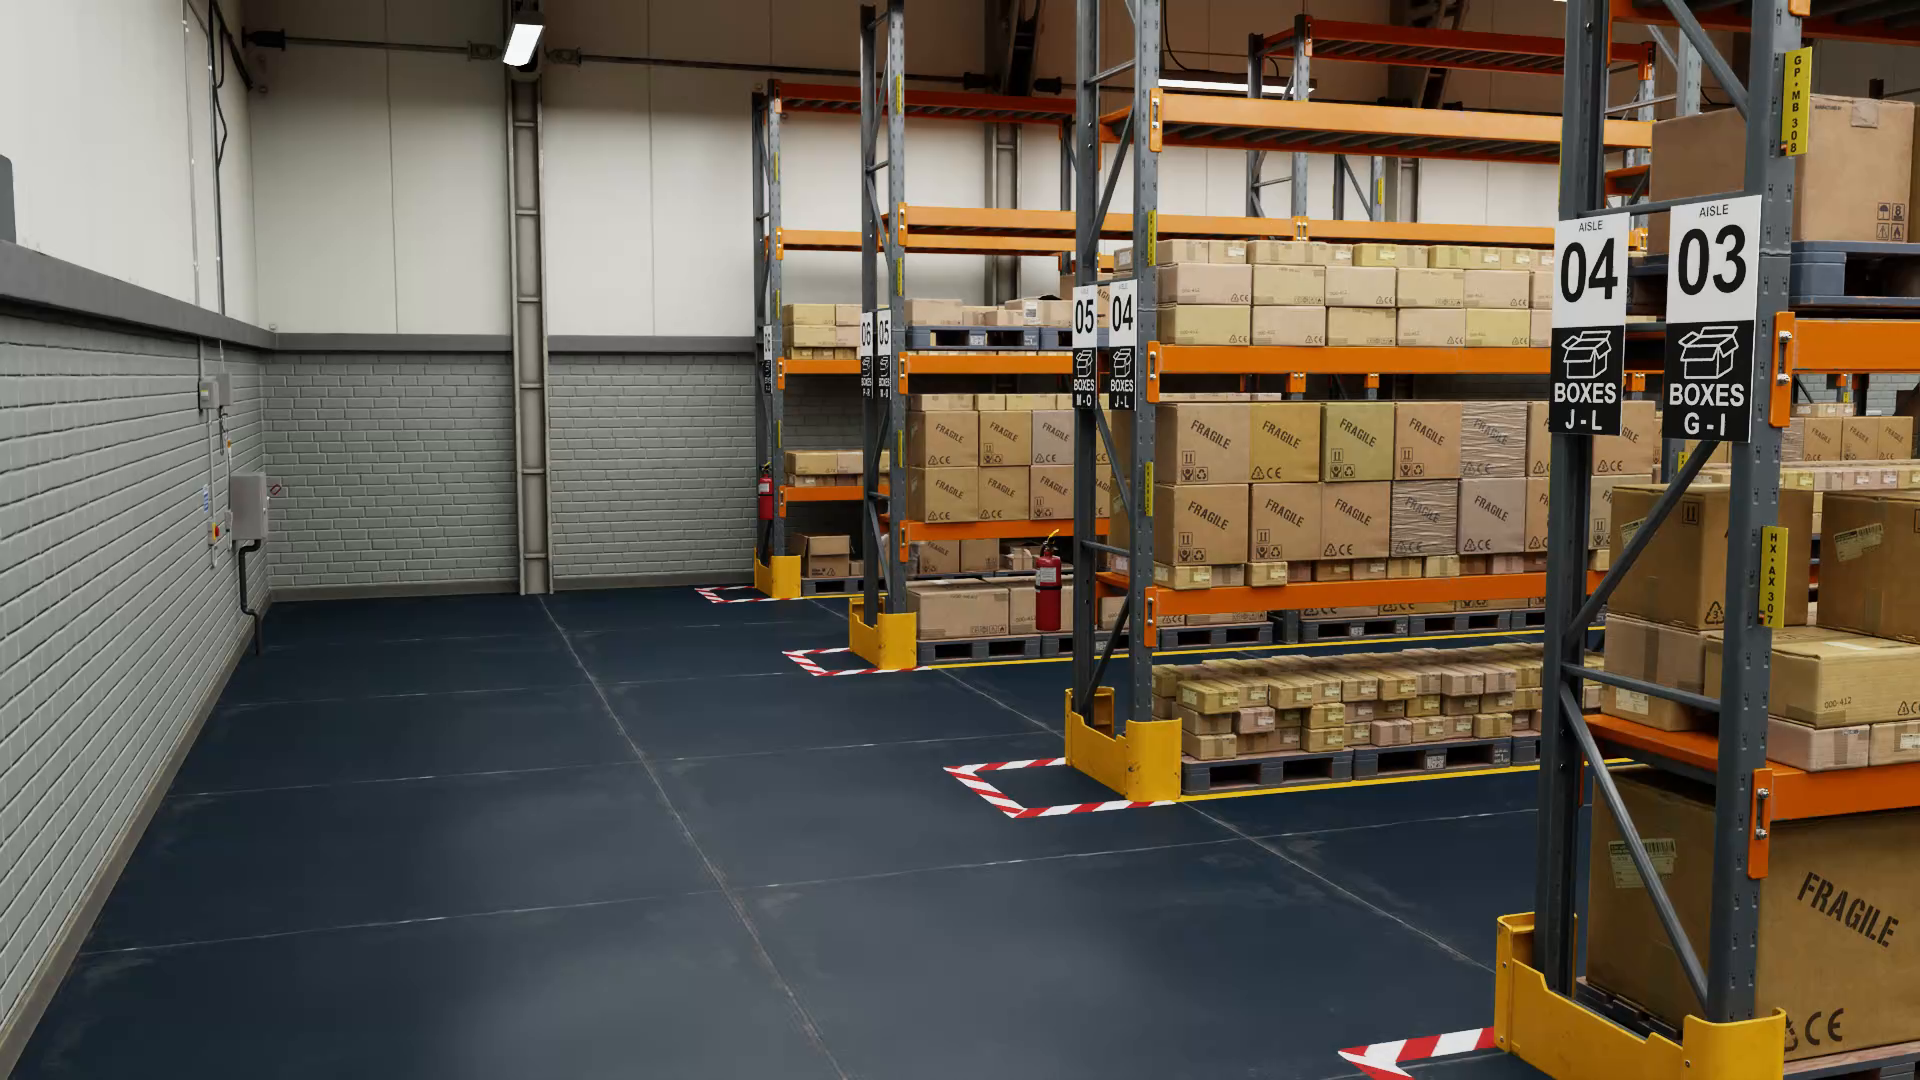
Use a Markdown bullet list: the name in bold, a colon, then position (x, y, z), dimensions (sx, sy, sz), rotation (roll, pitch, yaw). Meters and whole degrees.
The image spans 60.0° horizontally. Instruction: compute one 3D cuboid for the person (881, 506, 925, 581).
- **person**: position (-0.652, 0.058, 16.973), dimensions (0.580, 1.779, 0.488), rotation (-2, 6, -20)
